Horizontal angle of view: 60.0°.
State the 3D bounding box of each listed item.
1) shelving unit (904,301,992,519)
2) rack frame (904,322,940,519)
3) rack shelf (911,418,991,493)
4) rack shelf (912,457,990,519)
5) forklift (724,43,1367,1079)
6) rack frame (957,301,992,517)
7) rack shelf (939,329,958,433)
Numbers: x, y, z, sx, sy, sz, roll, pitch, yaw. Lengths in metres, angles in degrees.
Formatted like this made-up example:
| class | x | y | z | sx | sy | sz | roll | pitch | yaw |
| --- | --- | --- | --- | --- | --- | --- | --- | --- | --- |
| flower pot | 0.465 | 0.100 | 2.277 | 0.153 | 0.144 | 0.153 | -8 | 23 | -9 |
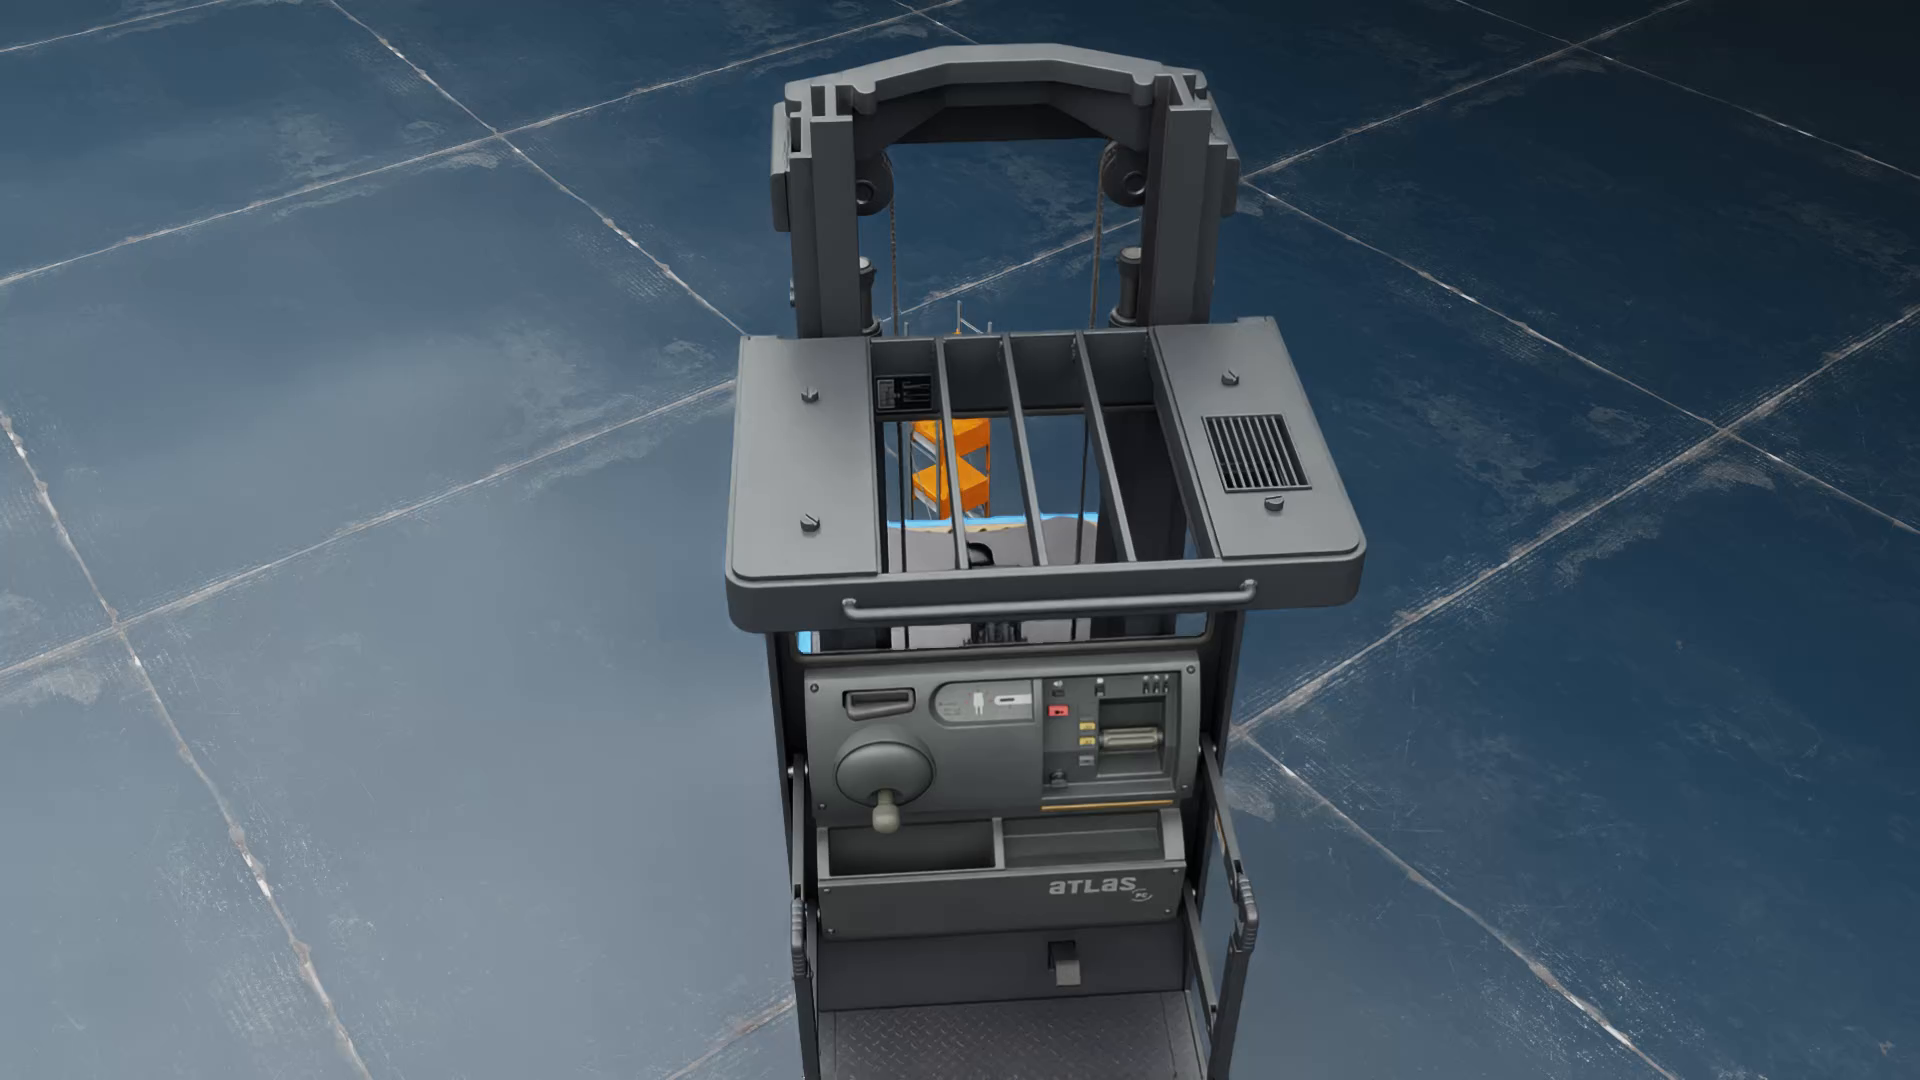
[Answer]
| class | x | y | z | sx | sy | sz | roll | pitch | yaw |
| --- | --- | --- | --- | --- | --- | --- | --- | --- | --- |
| shelving unit | -0.042 | -0.385 | 6.392 | 0.252 | 1.050 | 0.215 | -26 | 46 | -28 |
| rack frame | -0.139 | -0.338 | 6.334 | 0.008 | 1.050 | 0.200 | -26 | 46 | -28 |
| rack shelf | -0.042 | -0.377 | 6.399 | 0.240 | 0.259 | 0.215 | -26 | 46 | -28 |
| rack shelf | -0.042 | -0.162 | 6.575 | 0.240 | 0.259 | 0.215 | -26 | 46 | -28 |
| forklift | 0.121 | 0.555 | 3.763 | 1.130 | 2.935 | 3.031 | -3 | 39 | -3 |
| rack frame | 0.054 | -0.432 | 6.449 | 0.008 | 1.050 | 0.200 | -26 | 46 | -28 |
| rack shelf | -0.042 | -0.596 | 6.219 | 0.240 | 0.259 | 0.215 | -26 | 46 | -28 |
